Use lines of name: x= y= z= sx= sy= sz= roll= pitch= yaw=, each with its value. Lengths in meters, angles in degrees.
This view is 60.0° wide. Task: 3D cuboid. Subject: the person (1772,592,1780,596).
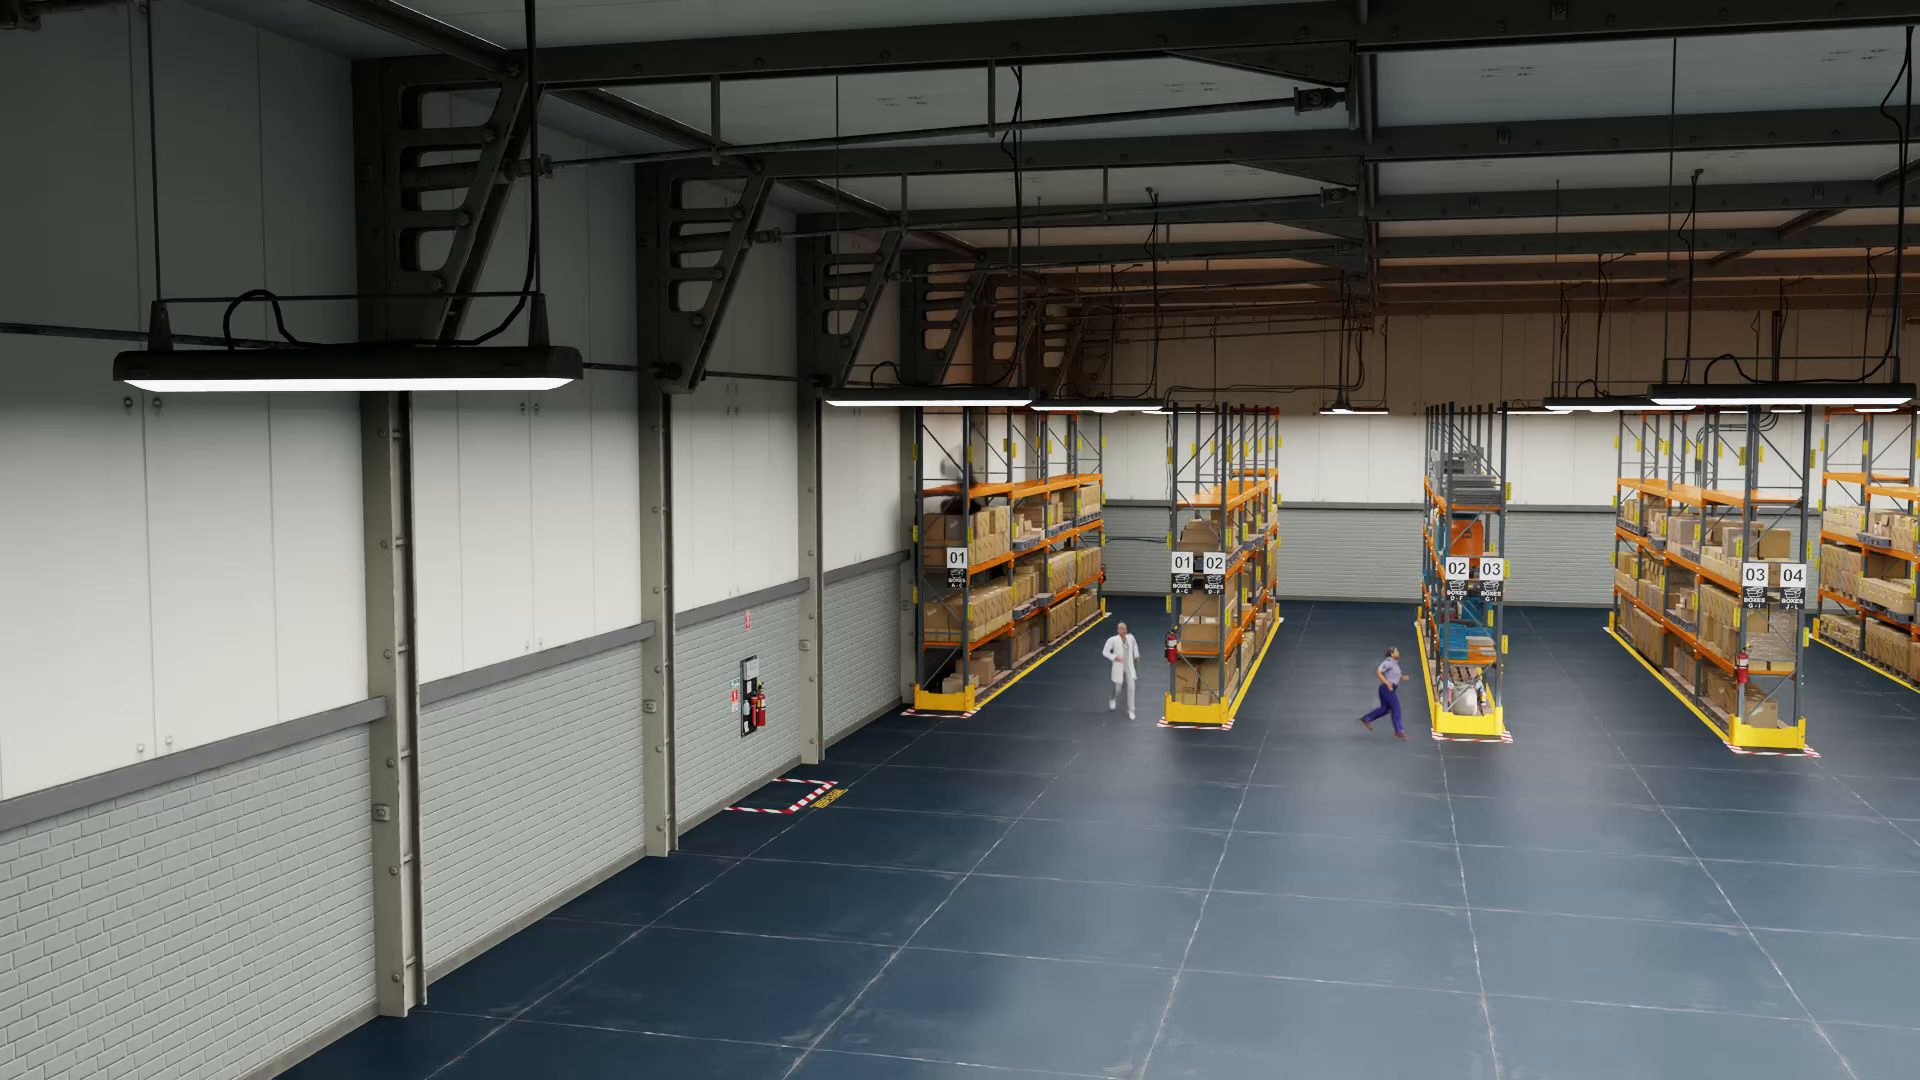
person: x=21.084 y=1.708 z=43.082 sx=0.575 sy=1.655 sz=0.739 roll=2 pitch=5 yaw=24

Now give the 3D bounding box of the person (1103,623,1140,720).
person: x=3.101 y=2.477 z=31.841 sx=0.760 sy=1.796 sz=1.056 roll=-1 pitch=4 yaw=-17

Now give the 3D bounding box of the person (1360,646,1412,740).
person: x=7.607 y=2.721 z=29.688 sx=0.929 sy=1.650 sz=0.620 roll=2 pitch=5 yaw=21
